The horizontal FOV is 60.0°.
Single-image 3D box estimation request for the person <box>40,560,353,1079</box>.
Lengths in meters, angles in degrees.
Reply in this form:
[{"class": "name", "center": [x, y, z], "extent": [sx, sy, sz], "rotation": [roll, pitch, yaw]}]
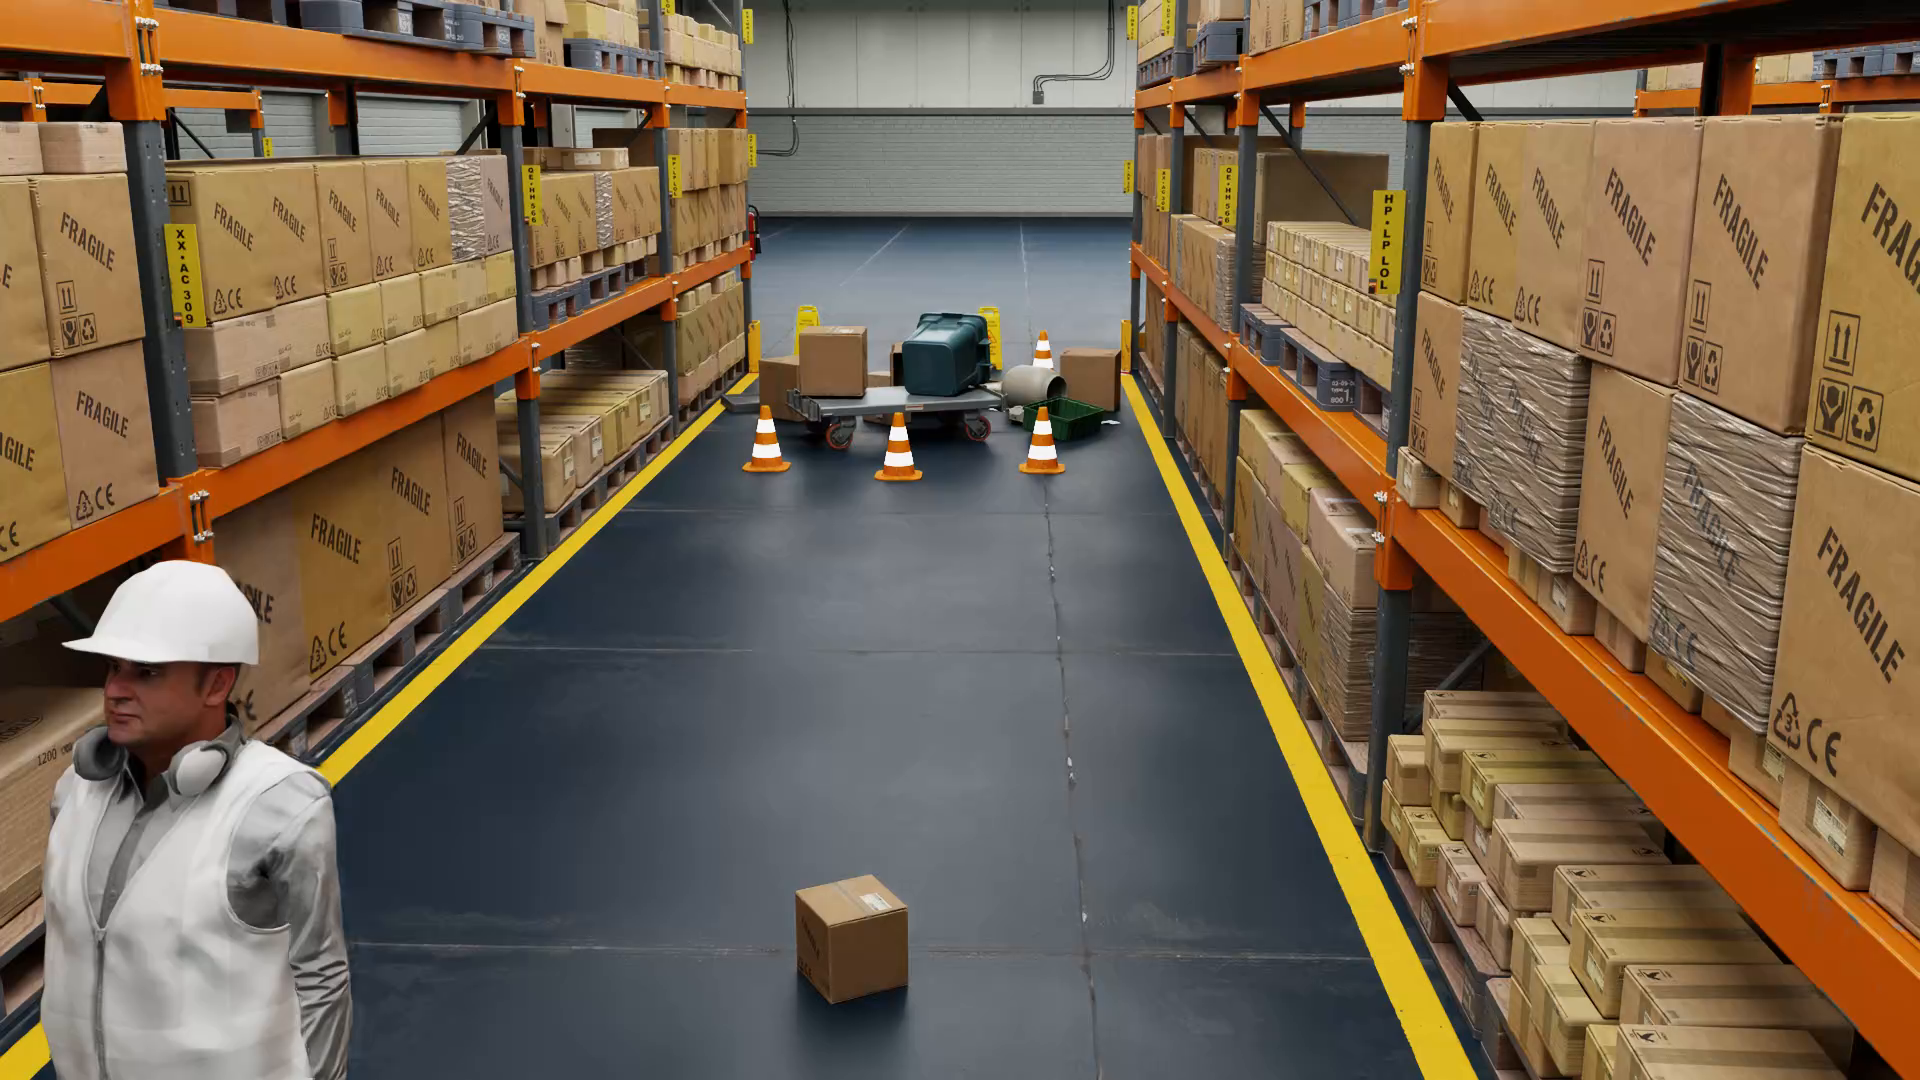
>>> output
[{"class": "person", "center": [-1.233, 0.890, 2.746], "extent": [0.528, 1.756, 0.606], "rotation": [5, 15, 18]}]
